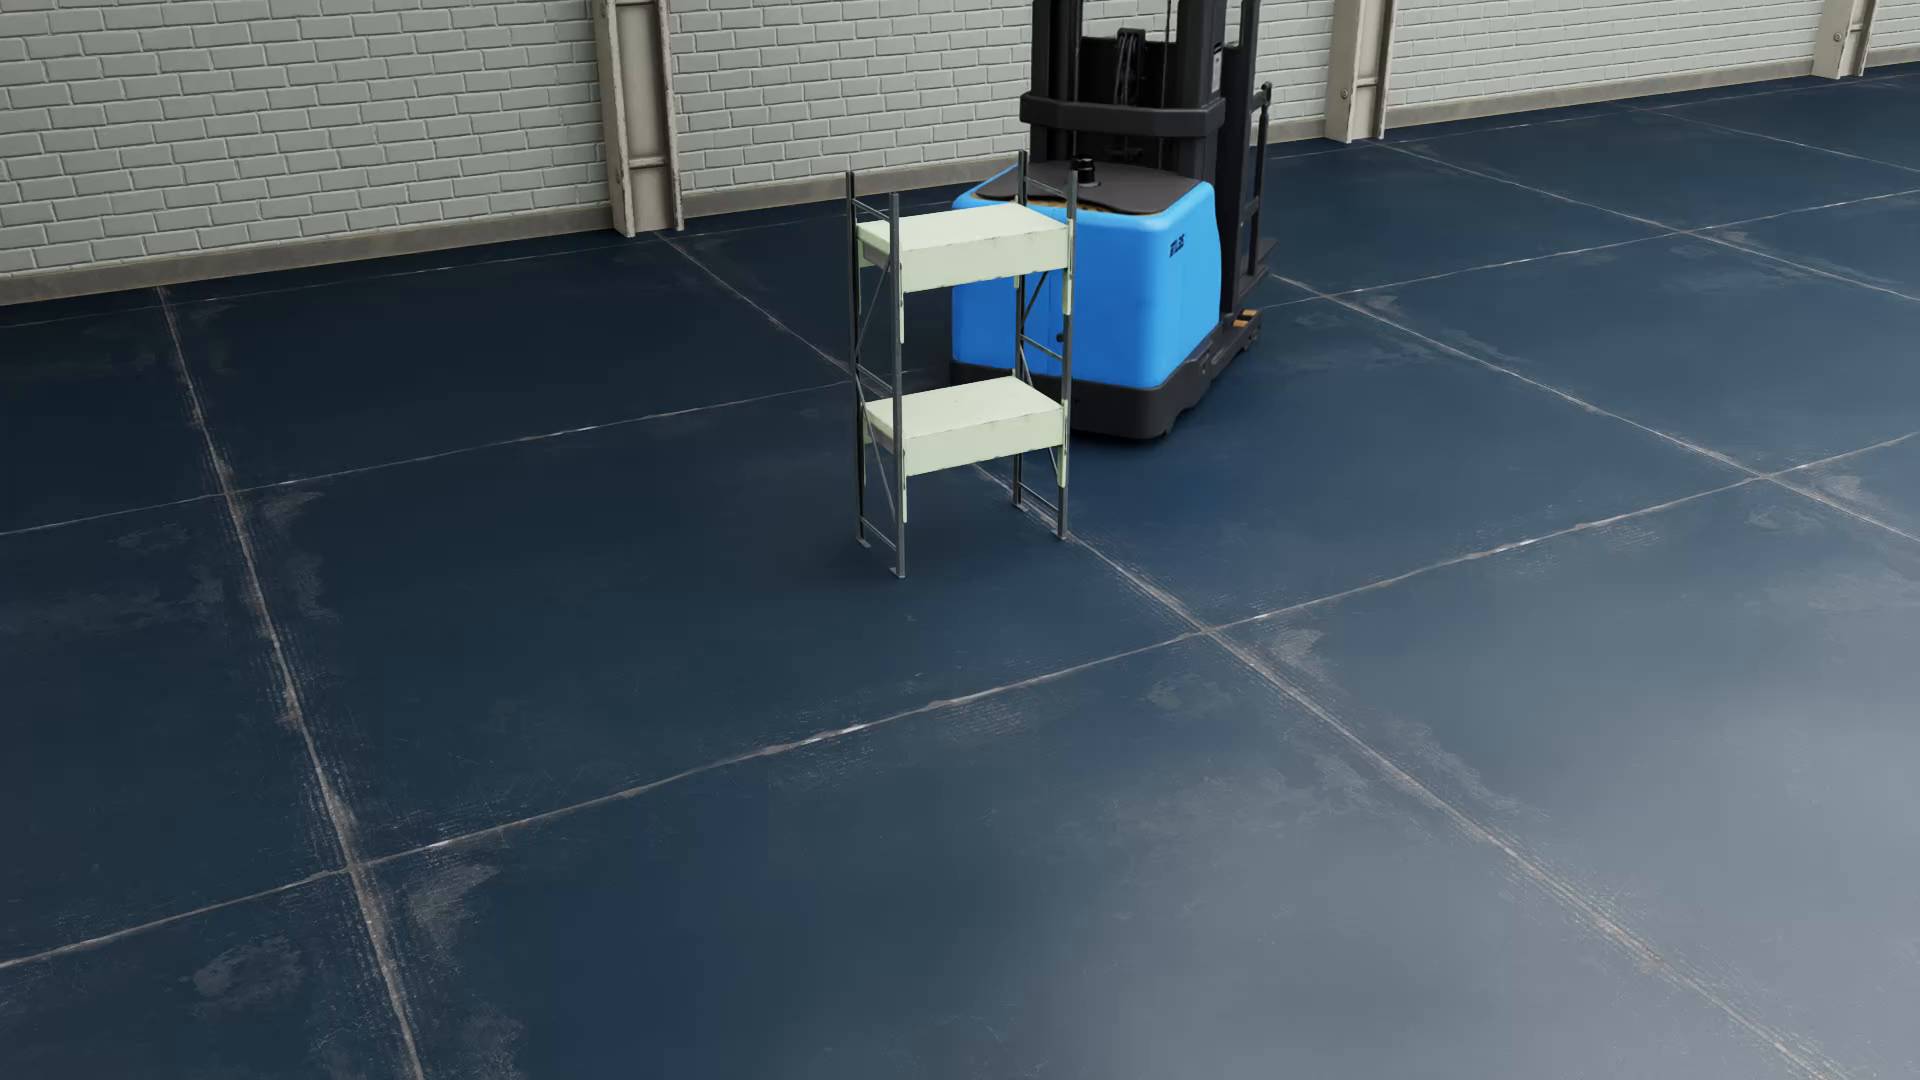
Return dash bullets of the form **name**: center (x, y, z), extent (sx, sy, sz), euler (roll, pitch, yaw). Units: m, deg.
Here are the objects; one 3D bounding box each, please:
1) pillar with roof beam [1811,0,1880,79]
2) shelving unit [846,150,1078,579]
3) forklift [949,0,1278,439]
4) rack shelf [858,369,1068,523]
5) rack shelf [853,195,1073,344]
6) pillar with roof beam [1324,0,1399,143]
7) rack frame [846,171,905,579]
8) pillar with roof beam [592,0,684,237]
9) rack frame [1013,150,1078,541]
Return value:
- **pillar with roof beam**: center (10.538, -6.935, 10.797), extent (0.400, 9.000, 9.100), euler (-13, 29, -25)
- **shelving unit**: center (0.006, -0.677, 6.428), extent (0.755, 1.500, 0.431), euler (-13, 29, -25)
- **forklift**: center (0.998, -2.390, 8.342), extent (1.130, 2.935, 3.031), euler (11, 28, 21)
- **rack shelf**: center (0.006, -0.384, 6.569), extent (0.720, 0.370, 0.431), euler (-13, 29, -25)
- **rack shelf**: center (0.006, -1.029, 6.259), extent (0.720, 0.370, 0.431), euler (-13, 29, -25)
- **pillar with roof beam**: center (5.244, -5.713, 8.252), extent (0.400, 9.000, 9.100), euler (-13, 29, -25)
- **rack frame**: center (-0.317, -0.603, 6.273), extent (0.023, 1.500, 0.400), euler (-13, 29, -25)
- **pillar with roof beam**: center (-0.050, -4.491, 5.706), extent (0.400, 9.000, 9.100), euler (-13, 29, -25)
- **rack frame**: center (0.329, -0.752, 6.583), extent (0.023, 1.500, 0.400), euler (-13, 29, -25)
